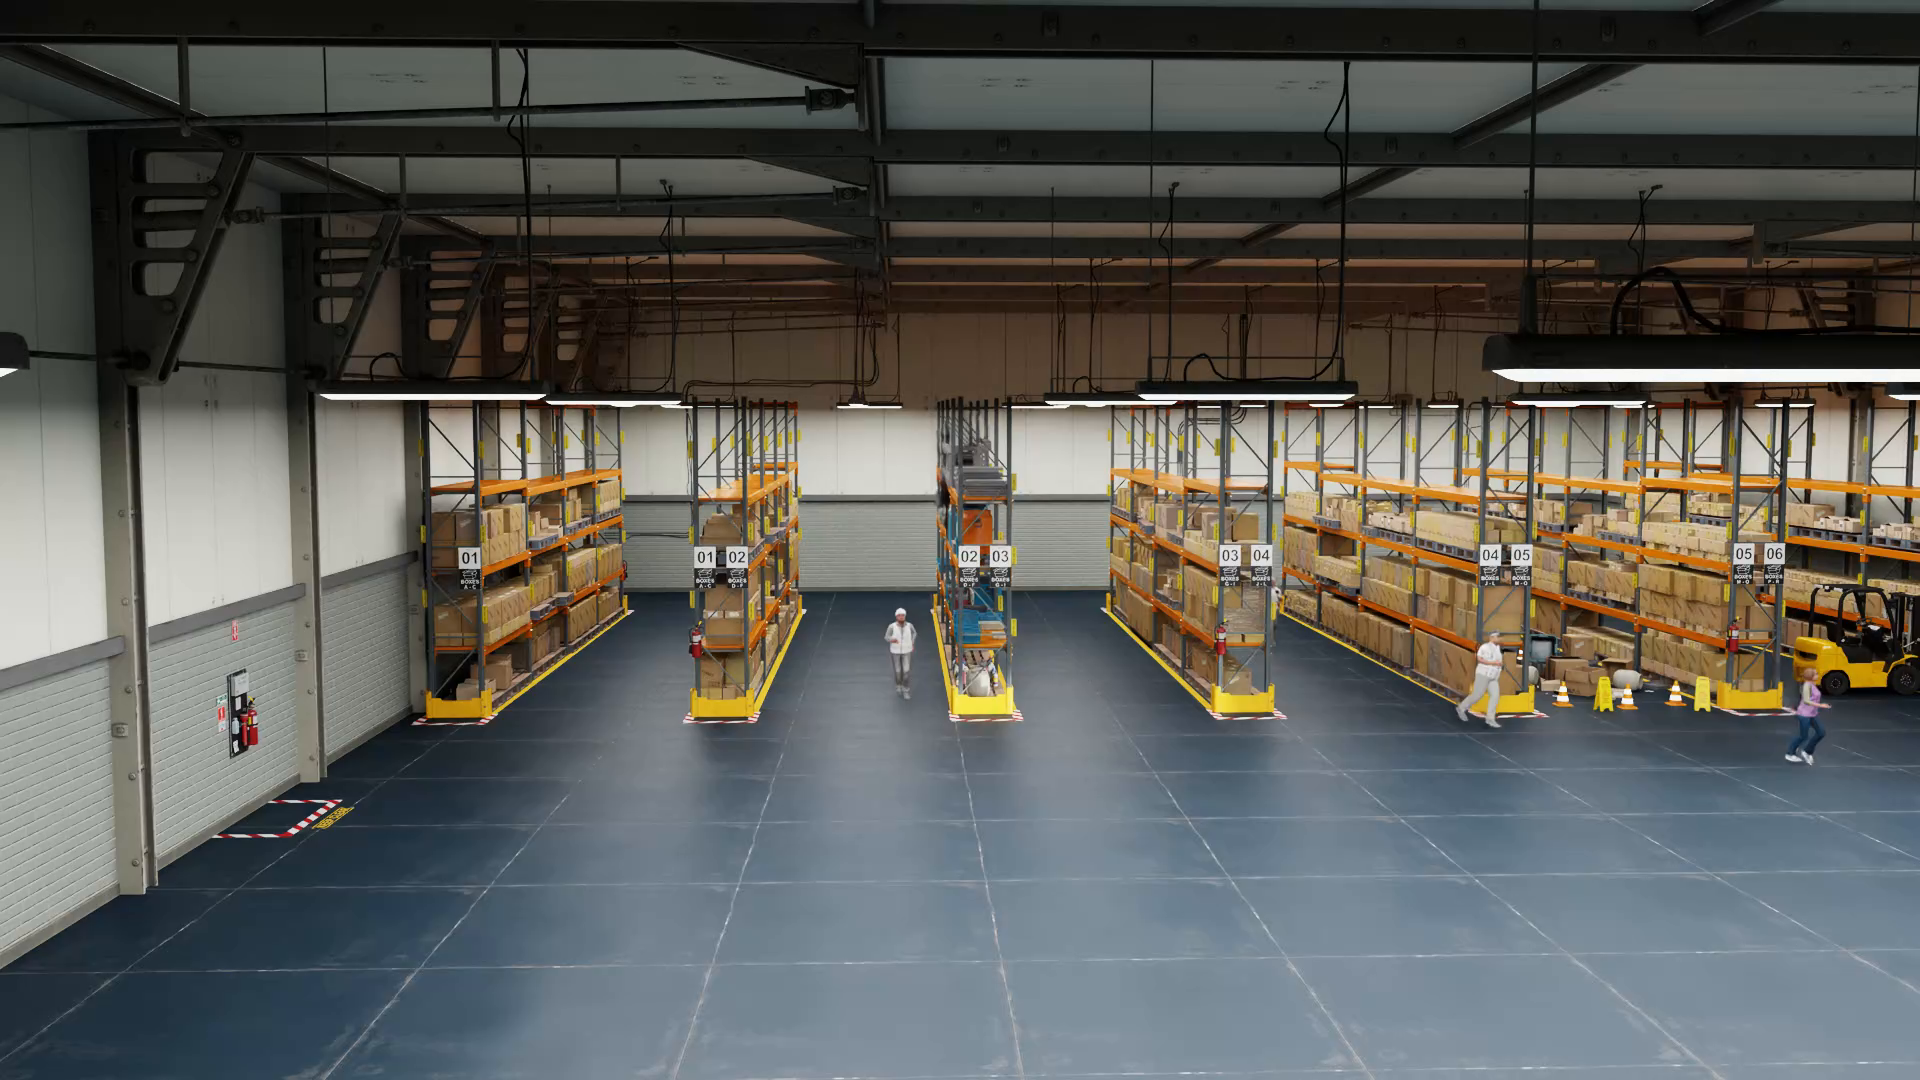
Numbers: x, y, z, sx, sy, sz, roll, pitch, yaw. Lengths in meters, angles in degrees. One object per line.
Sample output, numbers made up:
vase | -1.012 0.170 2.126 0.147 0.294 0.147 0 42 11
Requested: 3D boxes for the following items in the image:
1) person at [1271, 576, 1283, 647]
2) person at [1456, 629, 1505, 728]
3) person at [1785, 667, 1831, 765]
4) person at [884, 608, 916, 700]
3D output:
person | 7.649 1.731 40.886 0.583 1.699 0.774 0 4 -6
person | 9.677 2.501 30.498 0.689 1.761 0.940 -3 5 -35
person | 13.738 2.861 26.900 0.673 1.625 0.558 4 6 45
person | -1.195 2.277 33.314 0.637 1.834 0.779 0 4 -3
